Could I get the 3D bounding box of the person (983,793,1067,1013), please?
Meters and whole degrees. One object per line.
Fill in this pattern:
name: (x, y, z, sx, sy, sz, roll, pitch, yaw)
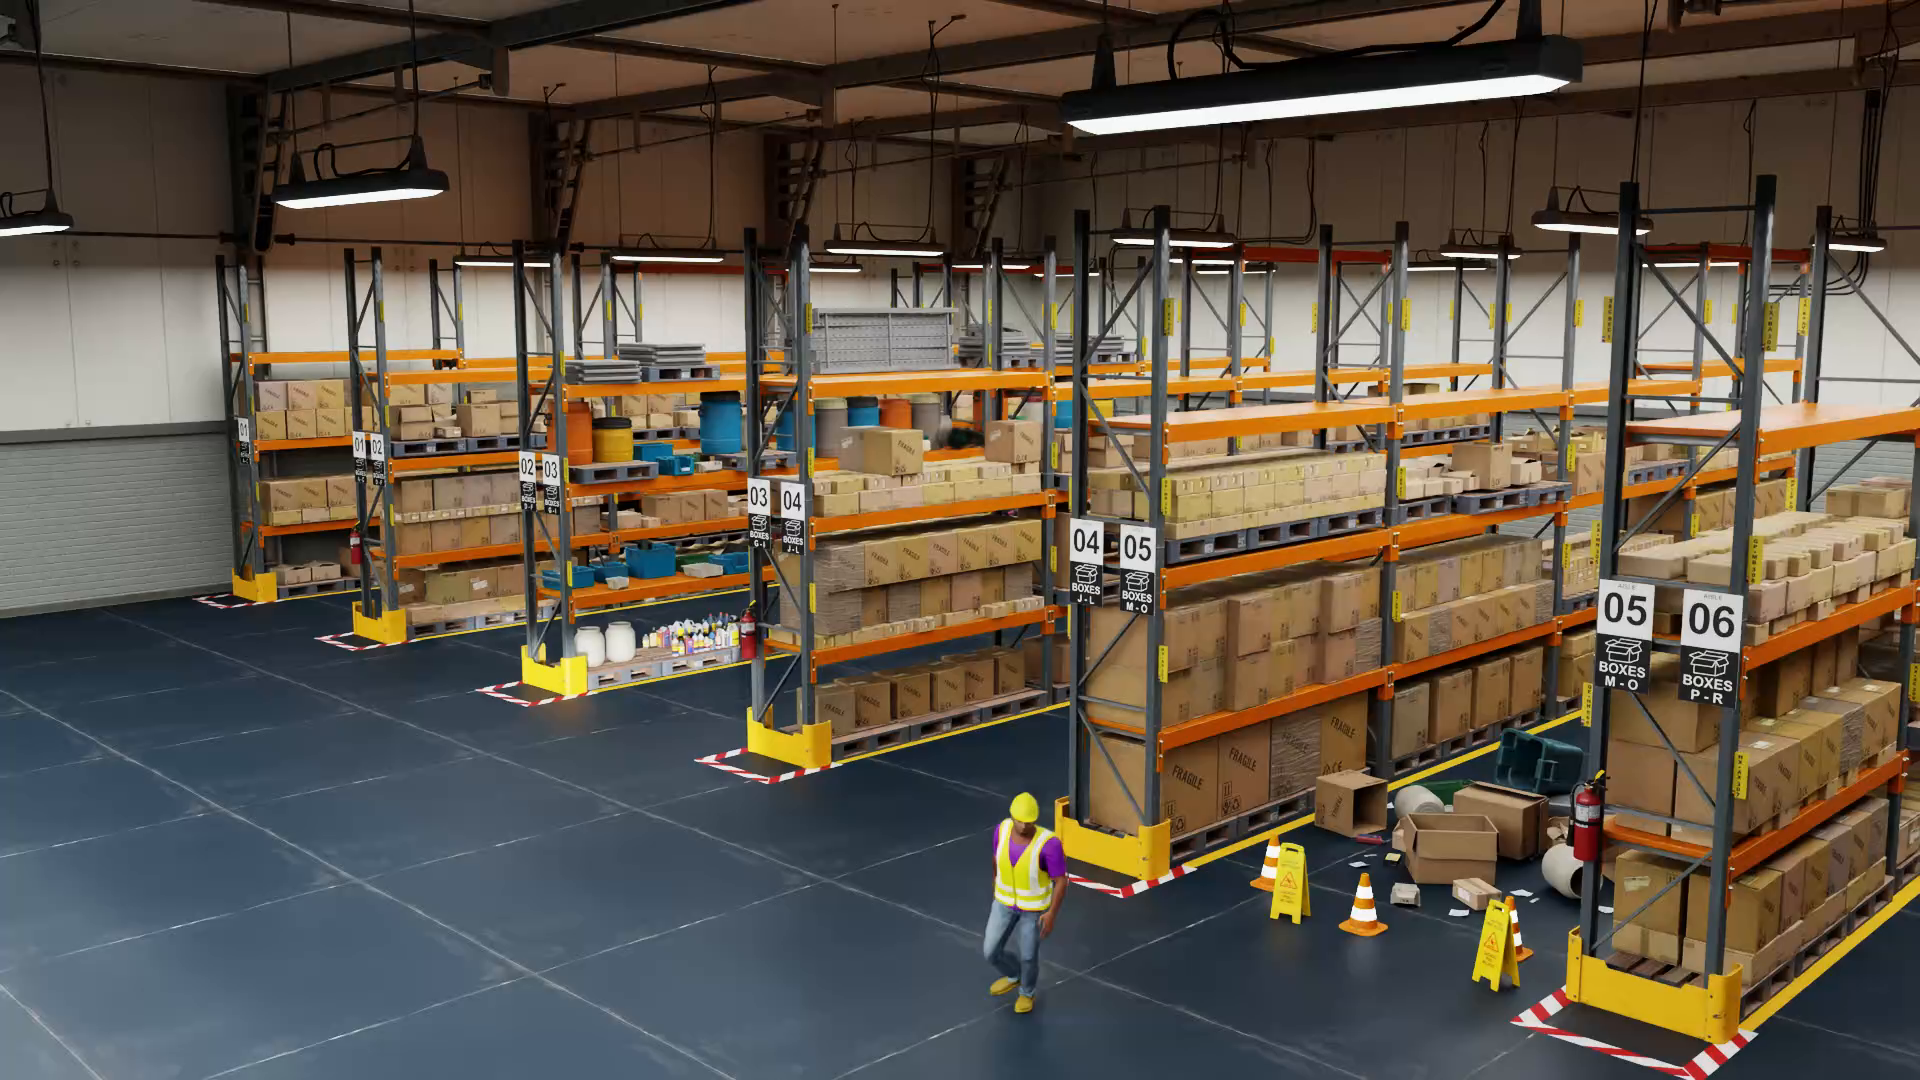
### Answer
person: (0.461, 2.629, 12.029, 0.698, 1.721, 0.641, 3, 9, 23)
